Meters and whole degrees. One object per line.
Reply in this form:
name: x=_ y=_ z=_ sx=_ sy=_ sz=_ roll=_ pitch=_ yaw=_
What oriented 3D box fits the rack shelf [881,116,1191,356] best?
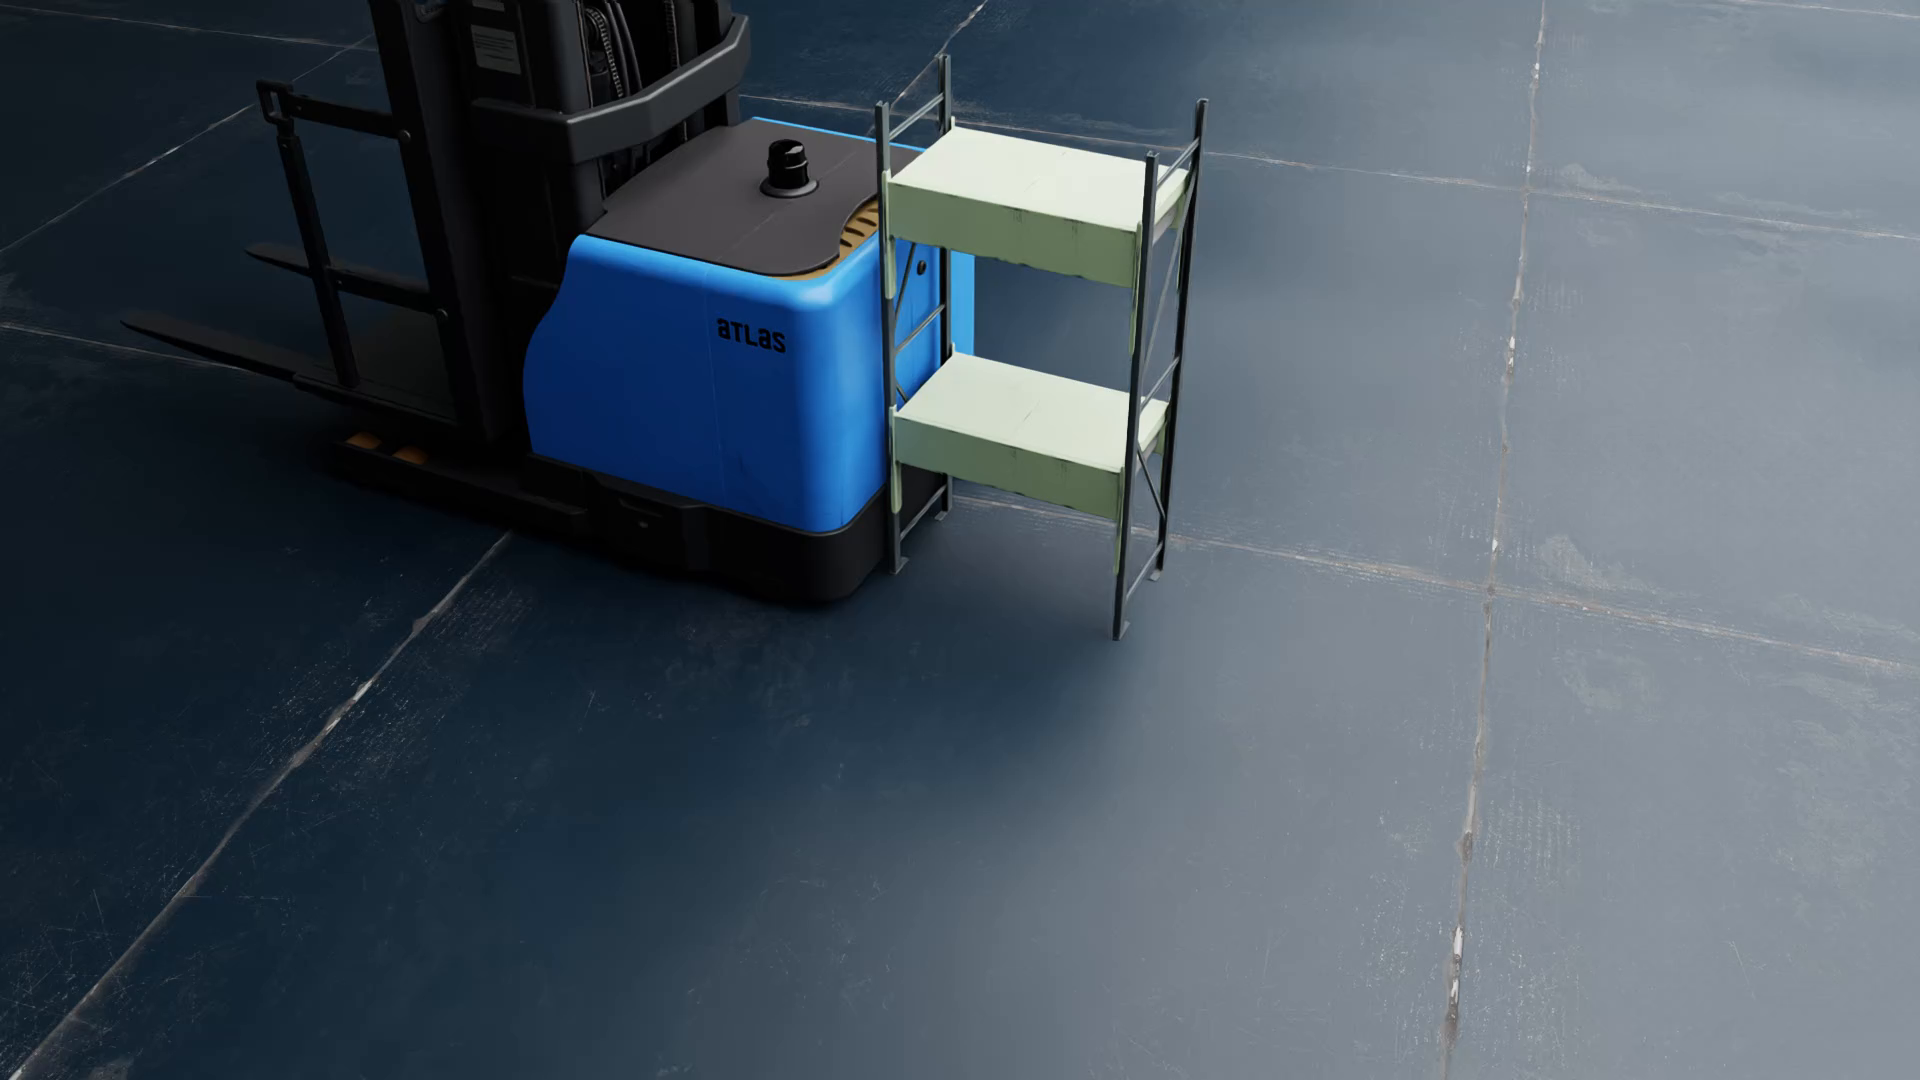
rack shelf: x=0.209 y=-0.825 z=4.447 sx=0.720 sy=0.370 sz=0.431 roll=16 pitch=39 yaw=20

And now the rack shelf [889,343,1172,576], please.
rack shelf: x=0.209 y=-0.248 z=4.871 sx=0.720 sy=0.370 sz=0.431 roll=16 pitch=39 yaw=20

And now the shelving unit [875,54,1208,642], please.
shelving unit: x=0.209 y=-0.510 z=4.678 sx=0.755 sy=1.500 sz=0.431 roll=16 pitch=39 yaw=20

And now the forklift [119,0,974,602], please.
forklift: x=-1.499 y=-1.585 z=4.931 sx=3.031 sy=2.935 sz=1.130 roll=16 pitch=39 yaw=20

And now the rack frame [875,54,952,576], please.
rack frame: x=-0.121 y=-0.604 z=4.805 sx=0.023 sy=1.500 sz=0.400 roll=16 pitch=39 yaw=20

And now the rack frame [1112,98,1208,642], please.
rack frame: x=0.540 y=-0.417 z=4.551 sx=0.023 sy=1.500 sz=0.400 roll=16 pitch=39 yaw=20
